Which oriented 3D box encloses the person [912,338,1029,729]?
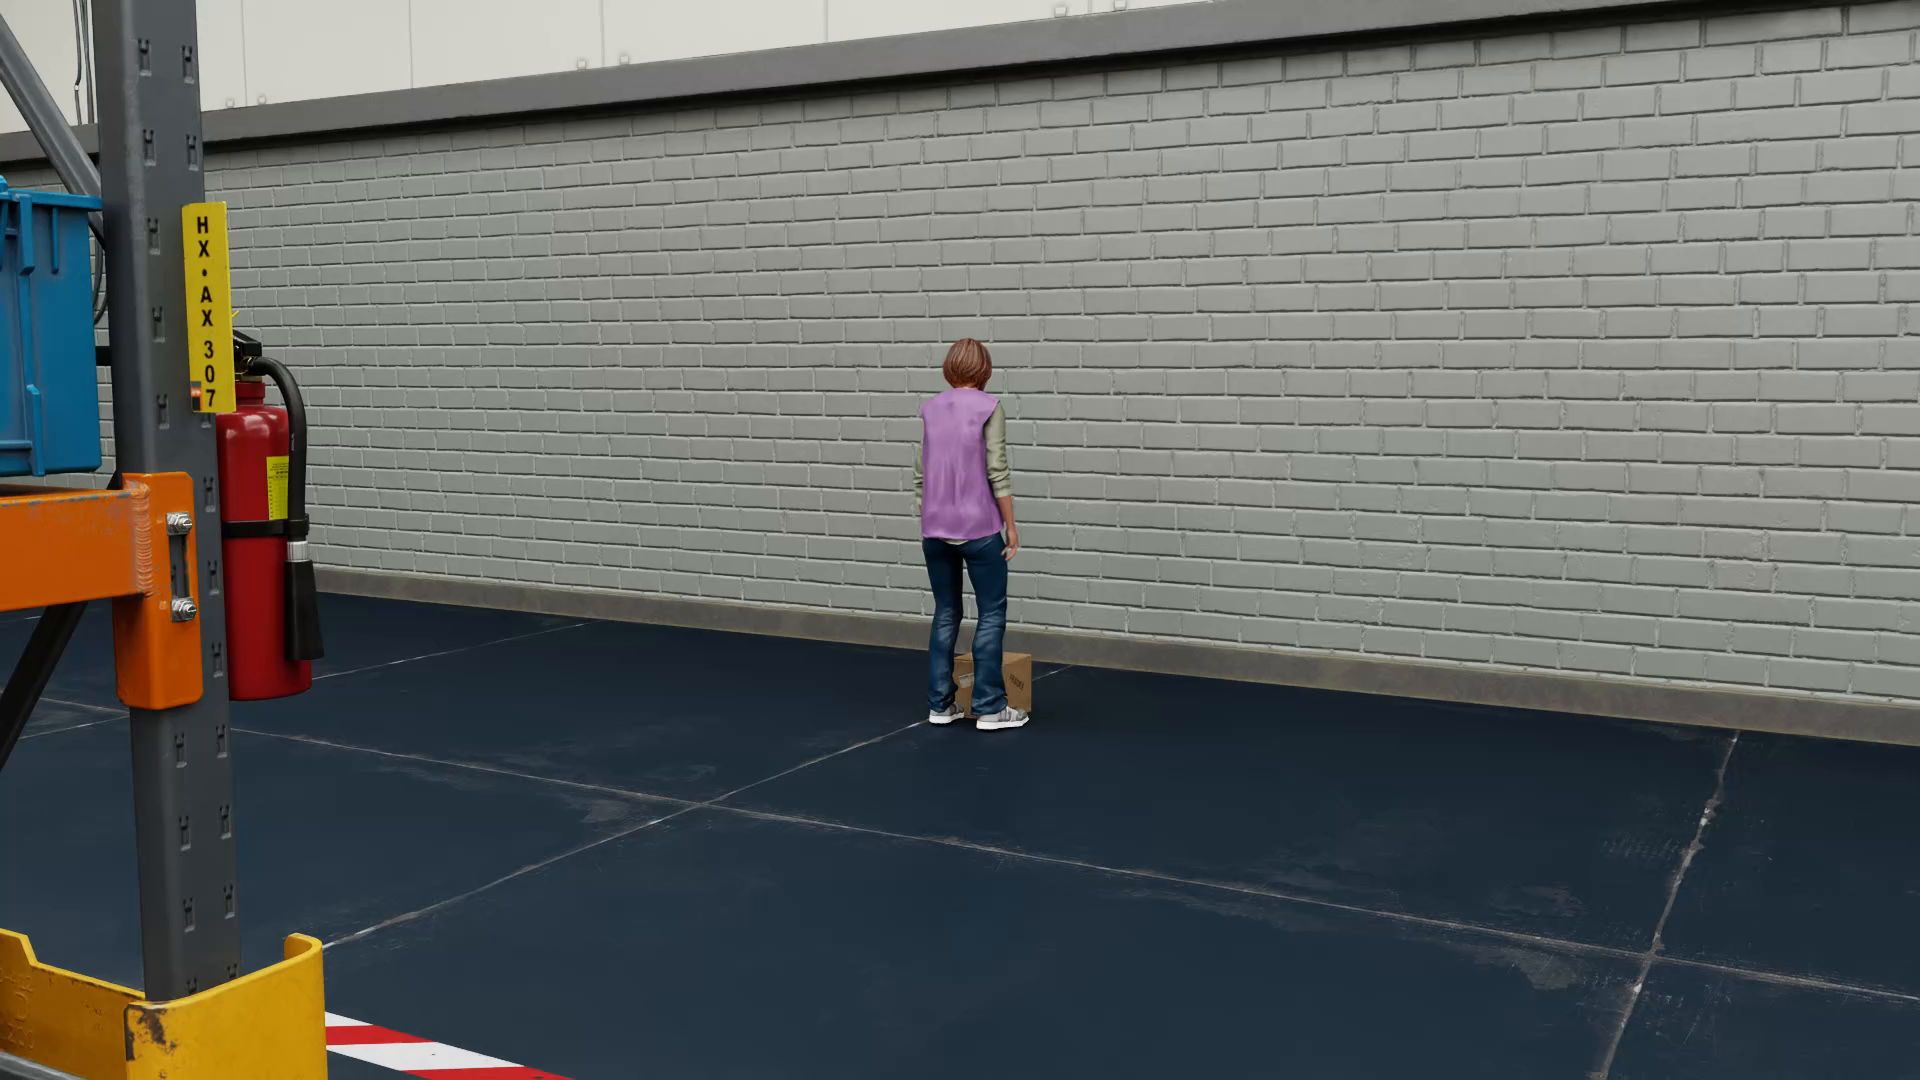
[{"bbox_3d":[0.020,-0.025,6.807,0.461,1.591,0.344,4,7,30],"label":"person"}]
